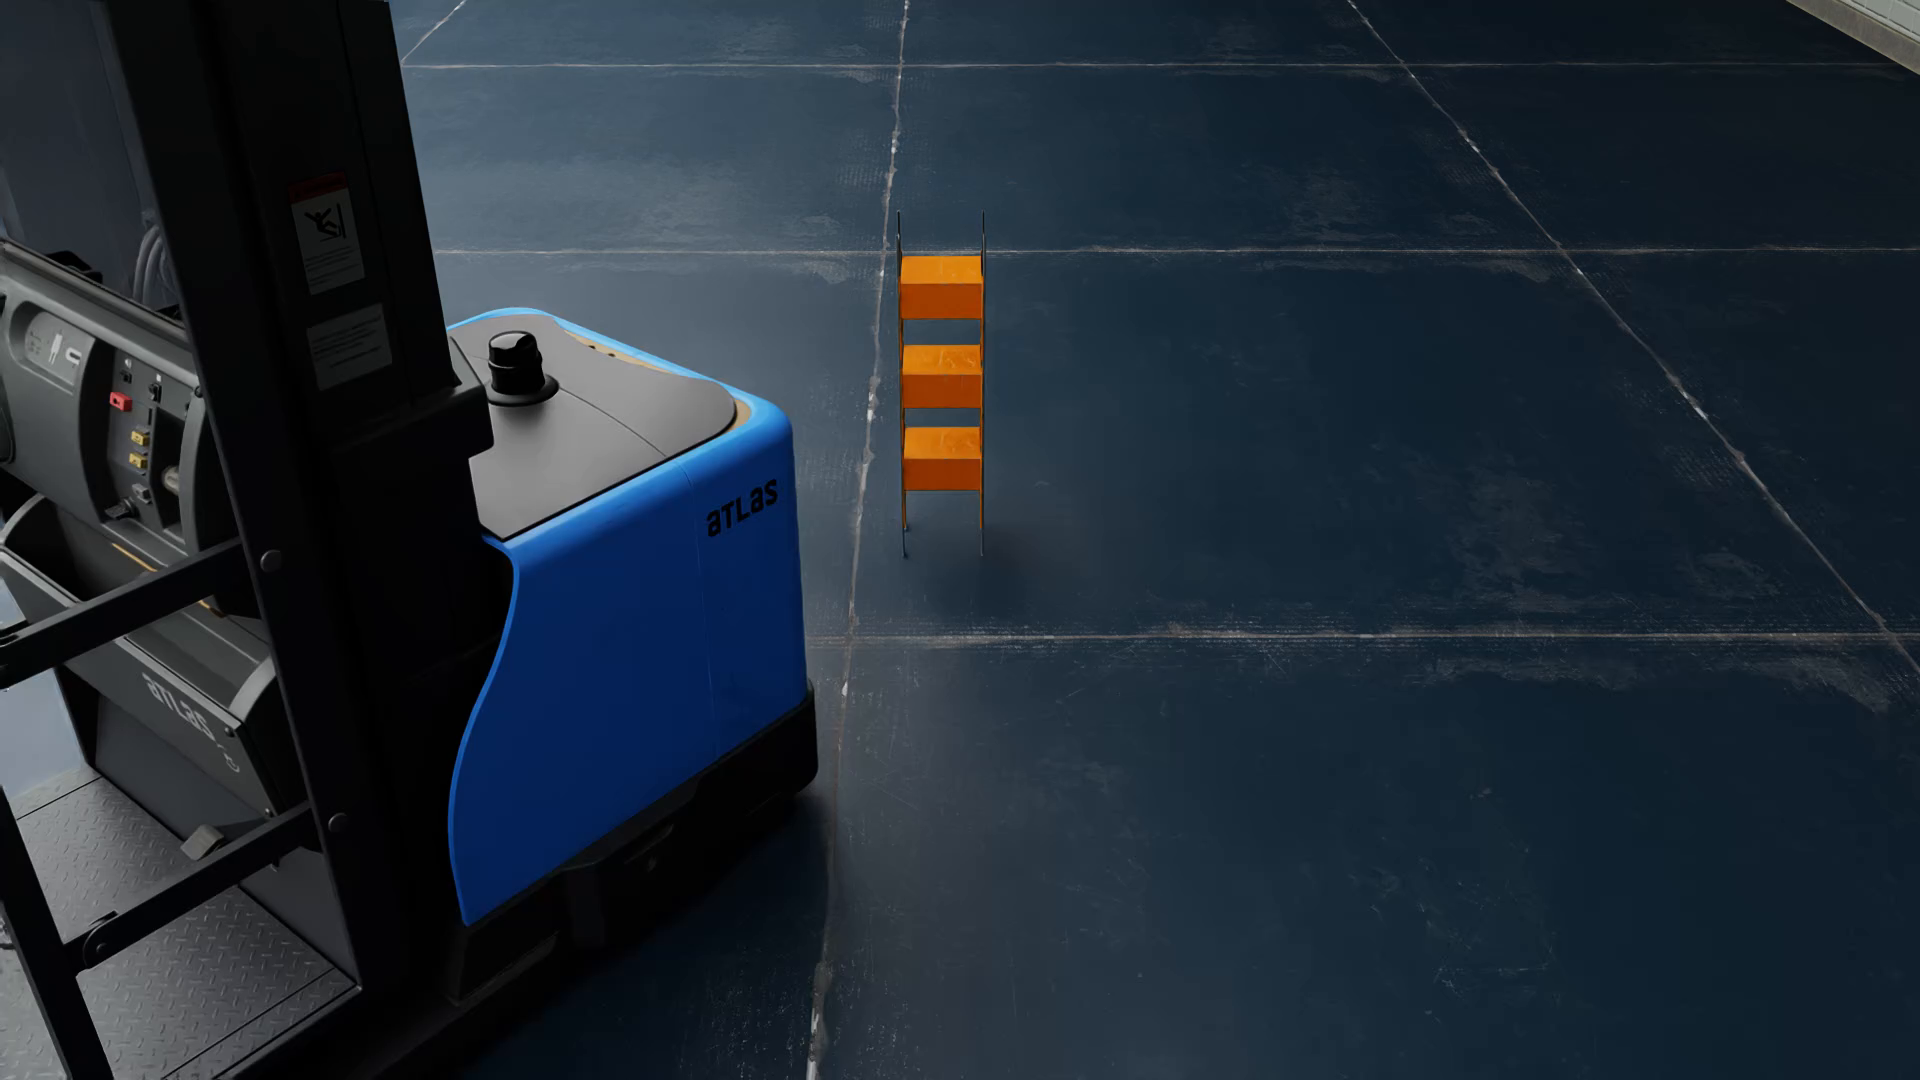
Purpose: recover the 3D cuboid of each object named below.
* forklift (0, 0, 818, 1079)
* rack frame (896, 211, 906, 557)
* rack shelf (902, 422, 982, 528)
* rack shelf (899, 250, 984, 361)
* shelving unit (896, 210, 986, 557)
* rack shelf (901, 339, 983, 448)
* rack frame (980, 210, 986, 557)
[{"bbox_3d":[-1.678,-0.191,2.739,1.130,2.935,3.031,23,38,33],"label":"forklift"},{"bbox_3d":[-0.176,-0.448,4.977,0.008,1.050,0.200,0,31,0],"label":"rack frame"},{"bbox_3d":[-0.054,-0.202,5.127,0.240,0.259,0.215,0,31,0],"label":"rack shelf"},{"bbox_3d":[-0.054,-0.682,4.836,0.240,0.259,0.215,0,31,0],"label":"rack shelf"},{"bbox_3d":[-0.054,-0.449,4.977,0.252,1.050,0.215,0,31,0],"label":"shelving unit"},{"bbox_3d":[-0.054,-0.440,4.983,0.240,0.259,0.215,0,31,0],"label":"rack shelf"},{"bbox_3d":[0.068,-0.449,4.978,0.008,1.050,0.200,0,31,0],"label":"rack frame"}]
